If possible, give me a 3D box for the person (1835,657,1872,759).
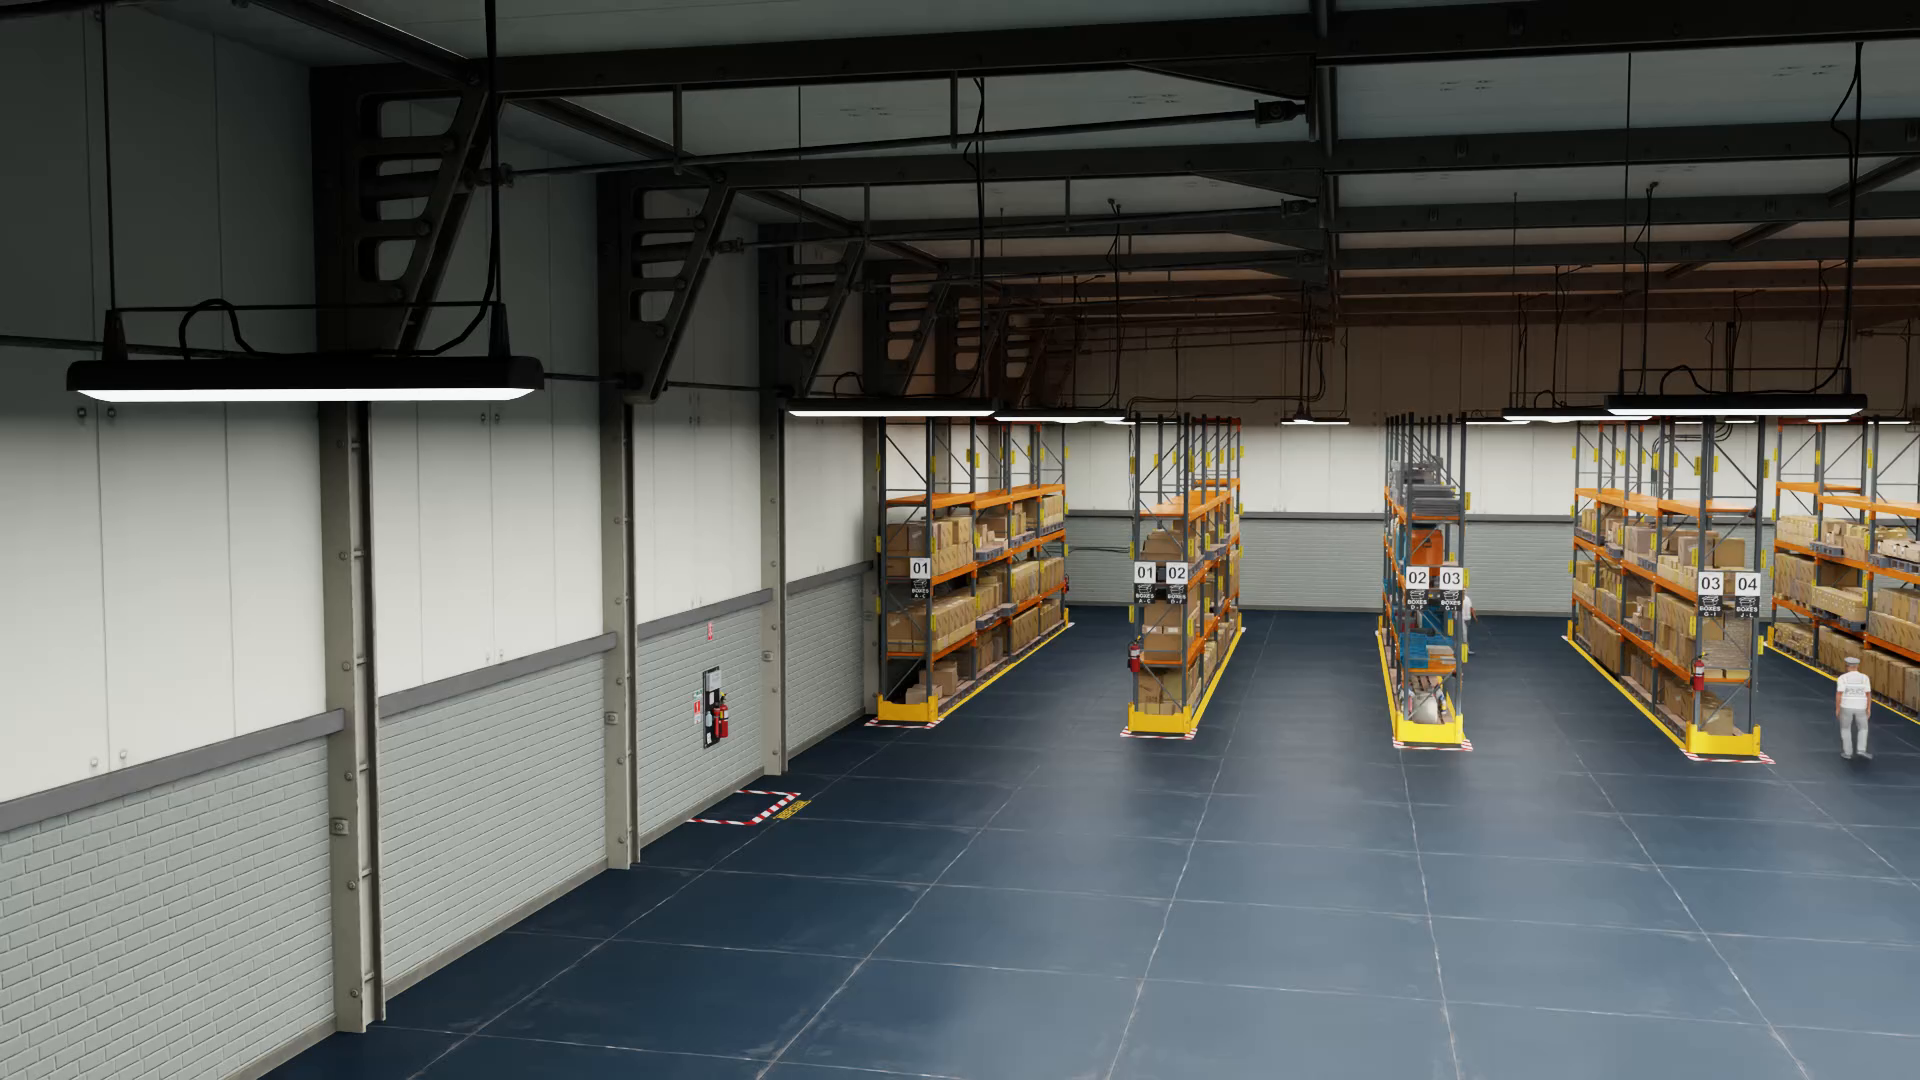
[{"bbox_3d":[15.408,2.910,28.665,0.578,1.755,0.558,1,4,15],"label":"person"}]

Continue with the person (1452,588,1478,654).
[{"bbox_3d":[12.774,2.011,42.156,0.589,1.743,0.921,-1,4,-21],"label":"person"}]
